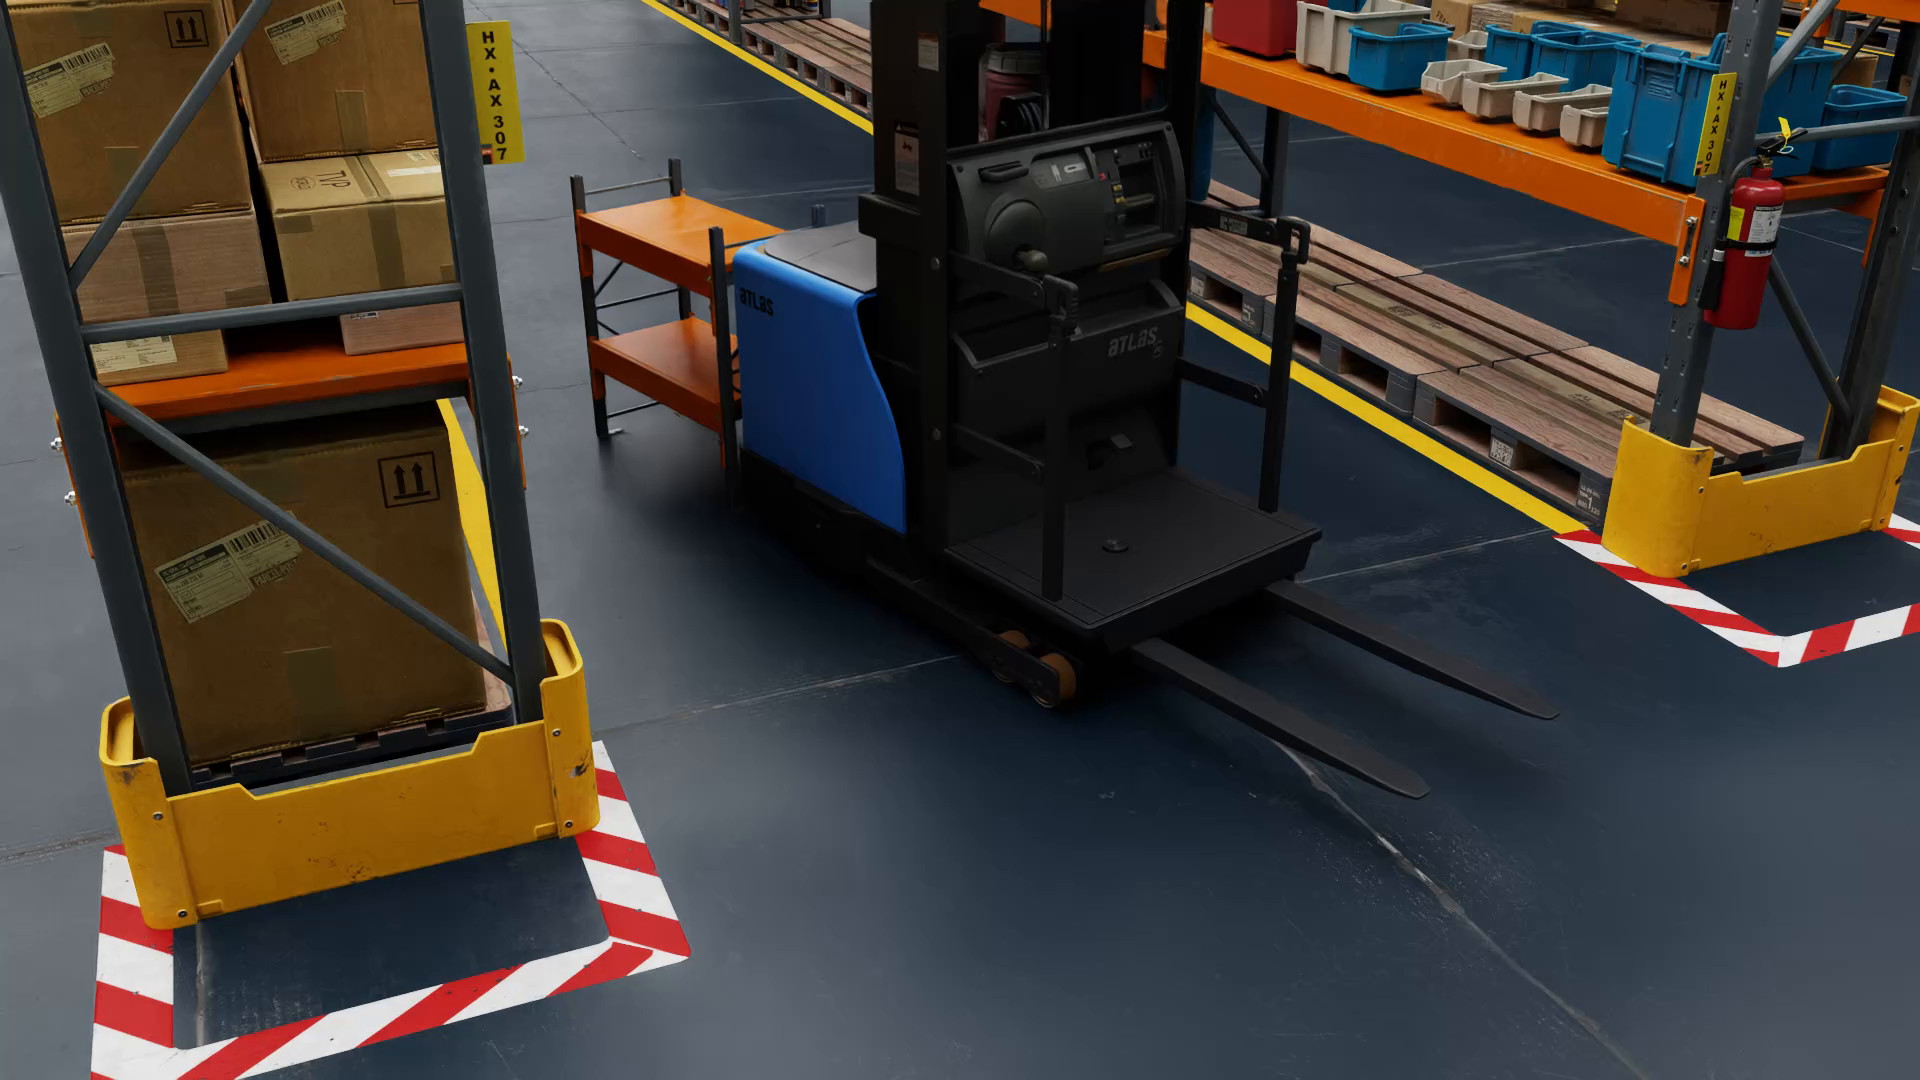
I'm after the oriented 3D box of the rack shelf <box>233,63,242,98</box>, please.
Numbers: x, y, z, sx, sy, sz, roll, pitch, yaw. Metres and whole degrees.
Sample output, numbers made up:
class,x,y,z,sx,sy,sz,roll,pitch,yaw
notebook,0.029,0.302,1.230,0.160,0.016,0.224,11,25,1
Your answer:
class,x,y,z,sx,sy,sz,roll,pitch,yaw
rack shelf,-3.950,-2.626,9.030,1.077,0.370,4.000,-11,28,-21

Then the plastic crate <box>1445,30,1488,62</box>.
class,x,y,z,sx,sy,sz,roll,pitch,yaw
plastic crate,2.349,-2.250,7.672,0.293,0.136,0.466,-11,28,-21

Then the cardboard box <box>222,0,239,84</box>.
class,x,y,z,sx,sy,sz,roll,pitch,yaw
cardboard box,-3.117,-2.416,7.665,0.500,0.500,0.500,-10,28,-20

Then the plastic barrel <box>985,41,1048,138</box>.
class,x,y,z,sx,sy,sz,roll,pitch,yaw
plastic barrel,0.474,-3.062,11.373,0.600,0.588,0.708,-11,28,-21

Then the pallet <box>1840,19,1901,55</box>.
class,x,y,z,sx,sy,sz,roll,pitch,yaw
pallet,9.180,-4.726,15.689,1.003,0.211,1.213,-11,28,-21

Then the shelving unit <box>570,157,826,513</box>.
class,x,y,z,sx,sy,sz,roll,pitch,yaw
shelving unit,-1.038,-0.854,6.717,0.538,1.125,1.048,-21,33,-36

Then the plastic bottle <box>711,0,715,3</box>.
class,x,y,z,sx,sy,sz,roll,pitch,yaw
plastic bottle,-2.461,-5.648,16.918,0.144,0.351,0.185,-11,28,-21

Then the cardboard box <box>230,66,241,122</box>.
class,x,y,z,sx,sy,sz,roll,pitch,yaw
cardboard box,-2.825,-1.564,5.866,0.500,0.250,0.500,-10,28,-19

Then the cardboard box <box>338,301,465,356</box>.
class,x,y,z,sx,sy,sz,roll,pitch,yaw
cardboard box,-1.435,-0.614,4.376,0.380,0.149,0.250,-10,28,-20

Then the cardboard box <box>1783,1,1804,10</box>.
class,x,y,z,sx,sy,sz,roll,pitch,yaw
cardboard box,8.610,-5.666,16.784,0.700,0.500,0.500,-10,28,-20

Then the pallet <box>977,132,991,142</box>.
class,x,y,z,sx,sy,sz,roll,pitch,yaw
pallet,0.645,-2.552,11.236,1.003,0.211,1.213,-11,28,-21

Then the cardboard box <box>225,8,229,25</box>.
class,x,y,z,sx,sy,sz,roll,pitch,yaw
cardboard box,-2.752,-2.075,6.913,0.500,0.250,0.500,-11,28,-22

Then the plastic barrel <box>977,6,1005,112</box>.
class,x,y,z,sx,sy,sz,roll,pitch,yaw
plastic barrel,0.032,-3.627,12.254,0.600,0.830,0.708,-11,28,-21

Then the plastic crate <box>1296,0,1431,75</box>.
class,x,y,z,sx,sy,sz,roll,pitch,yaw
plastic crate,1.819,-2.319,7.647,0.437,0.282,0.530,-11,28,-21

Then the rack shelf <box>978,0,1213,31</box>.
class,x,y,z,sx,sy,sz,roll,pitch,yaw
rack shelf,0.608,-3.477,10.773,1.077,0.370,4.000,-11,28,-21

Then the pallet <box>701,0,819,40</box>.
class,x,y,z,sx,sy,sz,roll,pitch,yaw
pallet,-1.967,-5.248,16.758,1.003,0.211,1.213,-11,28,-21

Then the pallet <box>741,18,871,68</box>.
class,x,y,z,sx,sy,sz,roll,pitch,yaw
pallet,-1.399,-4.659,15.552,1.003,0.211,1.213,-11,28,-21

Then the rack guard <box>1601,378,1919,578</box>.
class,x,y,z,sx,sy,sz,roll,pitch,yaw
rack guard,2.979,-0.248,6.187,1.175,0.500,0.348,-11,28,-21

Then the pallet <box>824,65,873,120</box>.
class,x,y,z,sx,sy,sz,roll,pitch,yaw
pallet,-0.443,-3.674,13.535,1.003,0.211,1.213,-11,28,-21

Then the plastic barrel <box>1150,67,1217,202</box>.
class,x,y,z,sx,sy,sz,roll,pitch,yaw
plastic barrel,1.193,-2.461,9.785,0.600,0.901,0.708,-11,28,-21

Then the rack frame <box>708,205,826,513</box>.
class,x,y,z,sx,sy,sz,roll,pitch,yaw
rack frame,-0.707,-0.685,6.370,0.500,1.125,0.032,-21,33,-36

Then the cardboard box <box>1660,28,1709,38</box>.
class,x,y,z,sx,sy,sz,roll,pitch,yaw
cardboard box,5.577,-3.571,12.492,0.500,0.500,0.500,-10,28,-20

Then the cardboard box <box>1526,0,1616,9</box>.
class,x,y,z,sx,sy,sz,roll,pitch,yaw
cardboard box,4.992,-4.510,13.560,0.500,0.250,0.500,-9,28,-19

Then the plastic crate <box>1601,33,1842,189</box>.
class,x,y,z,sx,sy,sz,roll,pitch,yaw
plastic crate,2.654,-1.524,5.844,0.616,0.435,0.499,-11,28,-21

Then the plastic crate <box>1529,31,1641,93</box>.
class,x,y,z,sx,sy,sz,roll,pitch,yaw
plastic crate,2.648,-2.018,7.086,0.416,0.233,0.300,-11,28,-21

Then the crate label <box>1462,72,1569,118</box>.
class,x,y,z,sx,sy,sz,roll,pitch,yaw
crate label,2.240,-1.813,6.776,0.396,0.136,0.243,-11,28,-21

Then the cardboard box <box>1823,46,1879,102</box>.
class,x,y,z,sx,sy,sz,roll,pitch,yaw
cardboard box,5.985,-3.154,11.639,0.500,0.500,0.500,-12,28,-23

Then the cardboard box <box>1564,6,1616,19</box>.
class,x,y,z,sx,sy,sz,roll,pitch,yaw
cardboard box,5.168,-3.986,13.342,0.500,0.500,0.500,-12,28,-22

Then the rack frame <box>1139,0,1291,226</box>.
class,x,y,z,sx,sy,sz,roll,pitch,yaw
rack frame,1.391,-2.993,8.961,1.000,3.000,0.127,-11,28,-21

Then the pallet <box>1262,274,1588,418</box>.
class,x,y,z,sx,sy,sz,roll,pitch,yaw
pallet,2.196,-0.957,7.969,1.003,0.211,1.213,-11,28,-21

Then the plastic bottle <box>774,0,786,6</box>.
class,x,y,z,sx,sy,sz,roll,pitch,yaw
plastic bottle,-1.809,-5.602,16.823,0.144,0.351,0.185,-11,28,-21

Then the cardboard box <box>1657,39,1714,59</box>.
class,x,y,z,sx,sy,sz,roll,pitch,yaw
cardboard box,5.307,-3.268,11.872,0.500,0.500,0.500,-10,28,-20

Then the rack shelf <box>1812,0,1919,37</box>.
class,x,y,z,sx,sy,sz,roll,pitch,yaw
rack shelf,6.733,-2.712,9.206,1.077,0.370,4.000,-11,28,-21

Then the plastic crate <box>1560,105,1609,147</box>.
class,x,y,z,sx,sy,sz,roll,pitch,yaw
plastic crate,2.471,-1.585,6.309,0.396,0.136,0.243,-11,28,-21

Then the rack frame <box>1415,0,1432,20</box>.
class,x,y,z,sx,sy,sz,roll,pitch,yaw
rack frame,4.384,-5.457,14.009,1.000,3.000,0.127,-11,28,-21

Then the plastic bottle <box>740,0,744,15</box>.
class,x,y,z,sx,sy,sz,roll,pitch,yaw
plastic bottle,-2.171,-5.256,16.284,0.097,0.201,0.097,0,26,0

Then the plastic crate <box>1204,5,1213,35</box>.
class,x,y,z,sx,sy,sz,roll,pitch,yaw
plastic crate,1.442,-2.689,8.571,0.396,0.136,0.243,-11,28,-21

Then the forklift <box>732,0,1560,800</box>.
class,x,y,z,sx,sy,sz,roll,pitch,yaw
forklift,0.492,-1.045,5.049,1.130,2.935,3.031,-20,32,-35

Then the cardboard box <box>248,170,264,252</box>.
class,x,y,z,sx,sy,sz,roll,pitch,yaw
cardboard box,-2.232,-0.948,4.606,0.500,0.250,0.500,-11,28,-21

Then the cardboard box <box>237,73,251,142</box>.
class,x,y,z,sx,sy,sz,roll,pitch,yaw
cardboard box,-2.152,-1.456,5.644,0.500,0.250,0.500,-11,28,-22

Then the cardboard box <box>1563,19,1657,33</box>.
class,x,y,z,sx,sy,sz,roll,pitch,yaw
cardboard box,4.910,-3.675,12.707,0.500,0.500,0.500,-12,28,-22

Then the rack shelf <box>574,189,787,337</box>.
class,x,y,z,sx,sy,sz,roll,pitch,yaw
rack shelf,-1.038,-1.117,6.588,0.538,0.278,1.000,-21,33,-36

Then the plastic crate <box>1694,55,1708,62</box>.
class,x,y,z,sx,sy,sz,roll,pitch,yaw
plastic crate,2.906,-1.752,6.542,0.416,0.233,0.300,-11,28,-21

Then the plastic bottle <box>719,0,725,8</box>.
class,x,y,z,sx,sy,sz,roll,pitch,yaw
plastic bottle,-2.335,-5.518,16.650,0.144,0.351,0.185,-12,29,-23

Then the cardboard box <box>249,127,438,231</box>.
class,x,y,z,sx,sy,sz,roll,pitch,yaw
cardboard box,-1.749,-1.042,4.798,0.500,0.250,0.500,-11,28,-21

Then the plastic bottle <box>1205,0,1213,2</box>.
class,x,y,z,sx,sy,sz,roll,pitch,yaw
plastic bottle,1.487,-3.293,9.723,0.097,0.271,0.097,0,26,0

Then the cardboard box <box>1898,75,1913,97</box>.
class,x,y,z,sx,sy,sz,roll,pitch,yaw
cardboard box,6.434,-2.736,10.782,0.500,0.500,0.500,-11,28,-21

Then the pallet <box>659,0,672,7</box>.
class,x,y,z,sx,sy,sz,roll,pitch,yaw
pallet,-2.922,-6.233,18.775,1.003,0.211,1.213,-11,28,-21

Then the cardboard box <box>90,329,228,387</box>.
class,x,y,z,sx,sy,sz,roll,pitch,yaw
cardboard box,-2.042,-0.502,4.145,0.380,0.149,0.250,-10,28,-20

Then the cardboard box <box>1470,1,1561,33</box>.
class,x,y,z,sx,sy,sz,roll,pitch,yaw
cardboard box,4.509,-4.089,13.553,0.500,0.500,0.500,-12,28,-22

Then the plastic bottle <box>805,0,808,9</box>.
class,x,y,z,sx,sy,sz,roll,pitch,yaw
plastic bottle,-1.503,-5.408,16.595,0.097,0.201,0.097,0,26,0

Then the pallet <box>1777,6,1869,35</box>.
class,x,y,z,sx,sy,sz,roll,pitch,yaw
pallet,8.635,-5.373,17.014,1.003,0.211,1.213,-11,28,-21

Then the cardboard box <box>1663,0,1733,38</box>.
class,x,y,z,sx,sy,sz,roll,pitch,yaw
cardboard box,5.593,-3.895,12.301,0.500,0.250,0.500,-11,28,-20

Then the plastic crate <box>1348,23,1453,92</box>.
class,x,y,z,sx,sy,sz,roll,pitch,yaw
plastic crate,1.917,-2.115,7.285,0.416,0.233,0.300,-11,28,-21

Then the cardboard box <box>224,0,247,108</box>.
class,x,y,z,sx,sy,sz,roll,pitch,yaw
cardboard box,-1.944,-1.581,5.046,0.500,0.500,0.500,-11,28,-22

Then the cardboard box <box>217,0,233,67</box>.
class,x,y,z,sx,sy,sz,roll,pitch,yaw
cardboard box,-2.820,-1.899,5.697,0.500,0.500,0.500,-11,28,-22

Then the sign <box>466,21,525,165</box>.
class,x,y,z,sx,sy,sz,roll,pitch,yaw
sign,-1.087,-1.045,3.894,0.100,0.325,0.005,-11,28,-21

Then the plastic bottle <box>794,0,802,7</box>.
class,x,y,z,sx,sy,sz,roll,pitch,yaw
plastic bottle,-1.615,-5.526,16.753,0.152,0.276,0.135,-10,28,-19

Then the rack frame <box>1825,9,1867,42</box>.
class,x,y,z,sx,sy,sz,roll,pitch,yaw
rack frame,8.940,-6.310,15.755,1.000,3.000,0.127,-11,28,-21
